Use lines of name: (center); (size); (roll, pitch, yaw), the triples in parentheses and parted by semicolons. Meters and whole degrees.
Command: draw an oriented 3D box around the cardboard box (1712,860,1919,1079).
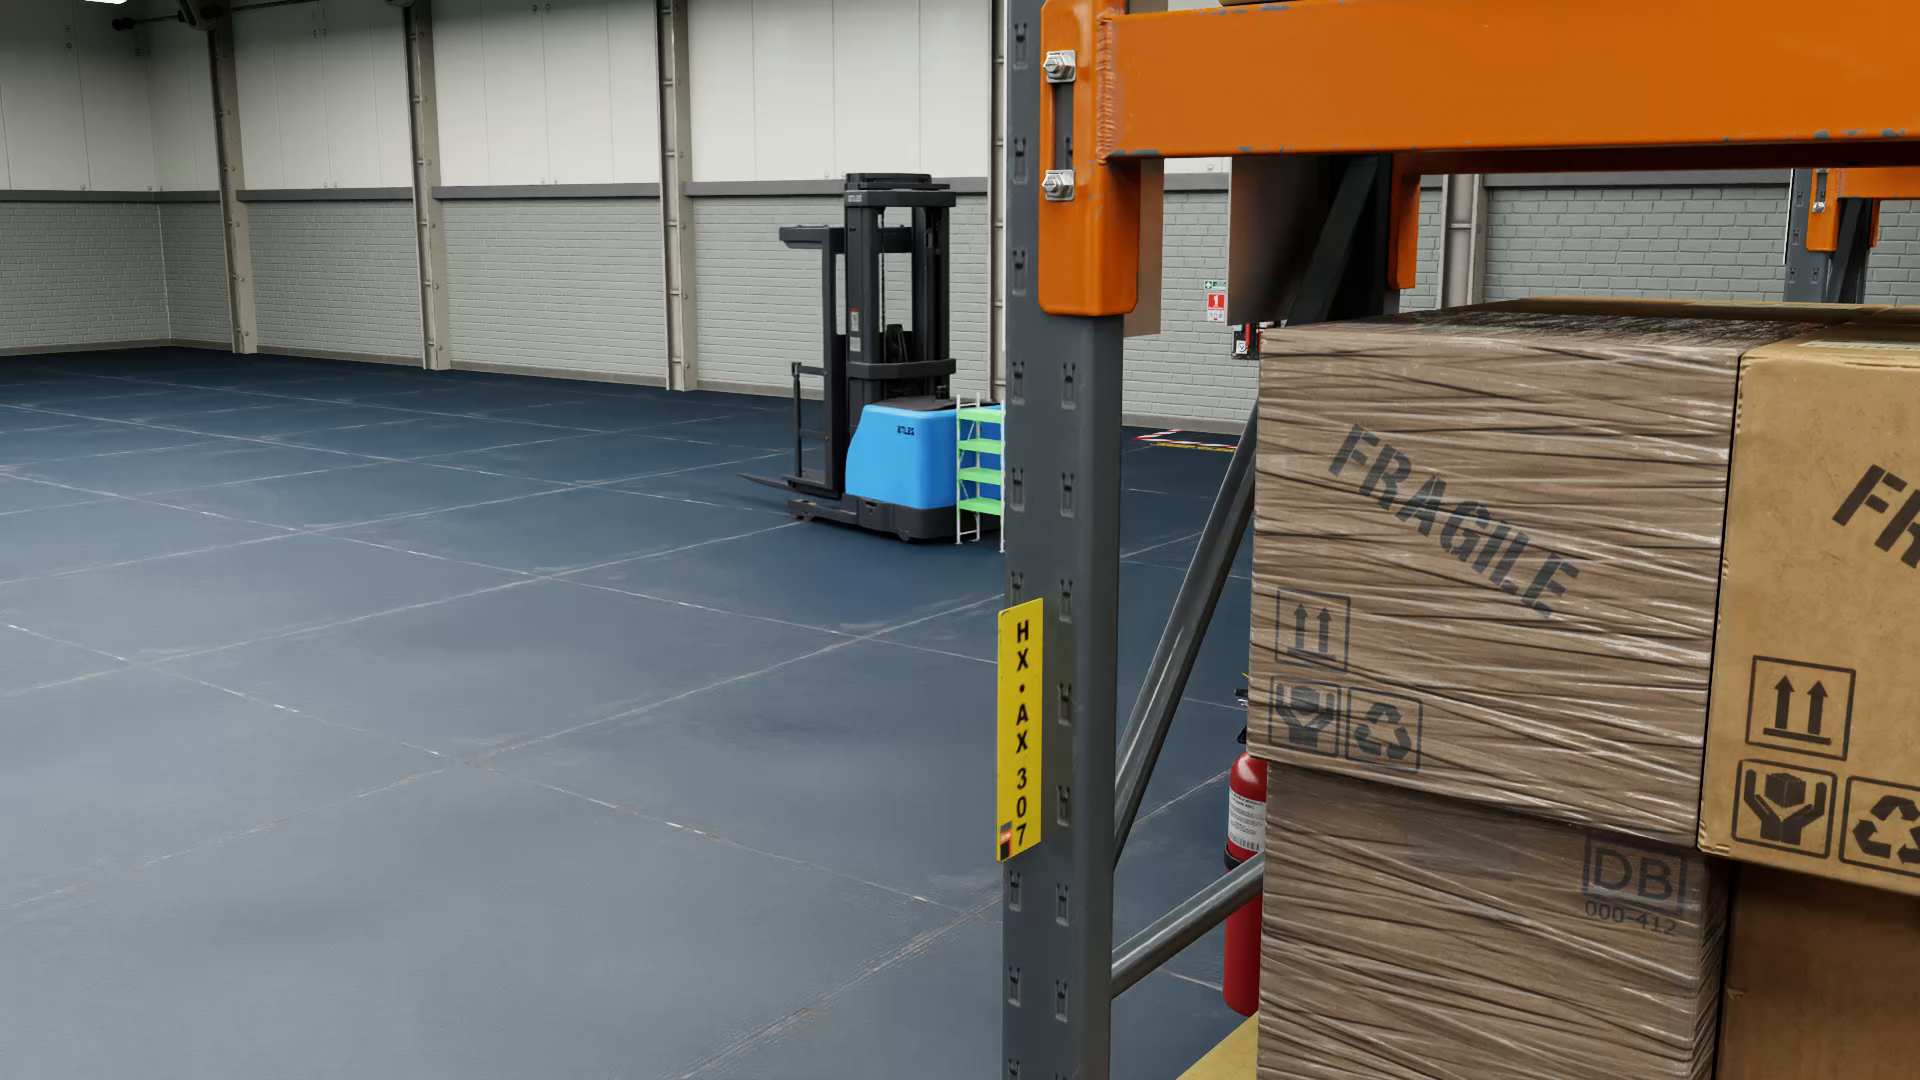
cardboard box: (1.300, 0.491, 2.047); (0.500, 0.500, 0.875); (8, 13, 36)

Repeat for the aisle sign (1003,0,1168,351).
aisle sign: (0.172, -0.655, 2.173); (0.004, 0.787, 0.394); (8, 13, 36)

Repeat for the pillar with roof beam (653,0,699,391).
pillar with roof beam: (-6.785, -6.056, 21.142); (0.400, 9.000, 9.100); (8, 13, 36)

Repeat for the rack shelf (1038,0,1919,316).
rack shelf: (2.011, -0.312, 1.243); (4.000, 0.370, 1.077); (8, 13, 36)

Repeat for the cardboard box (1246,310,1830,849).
cardboard box: (0.681, 0.000, 1.954); (0.500, 0.500, 0.500); (8, 13, 36)

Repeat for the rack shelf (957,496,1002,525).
rack shelf: (0.239, -0.237, 13.195); (0.480, 0.148, 0.258); (11, 15, 44)

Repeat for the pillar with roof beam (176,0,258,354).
pillar with roof beam: (-16.457, -7.405, 28.116); (0.548, 9.000, 9.100); (8, 13, 36)

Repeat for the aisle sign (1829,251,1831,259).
aisle sign: (3.449, -1.506, 6.571); (0.004, 0.787, 0.394); (8, 13, 36)

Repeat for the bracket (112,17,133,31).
bracket: (-16.364, -10.090, 32.518); (0.430, 0.232, 0.235); (8, 13, 36)

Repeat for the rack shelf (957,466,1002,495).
rack shelf: (0.239, -0.472, 13.149); (0.480, 0.148, 0.258); (11, 15, 44)

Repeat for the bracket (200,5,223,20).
bracket: (-13.785, -9.731, 30.659); (0.430, 0.232, 0.235); (8, 13, 36)

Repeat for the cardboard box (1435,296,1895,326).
cardboard box: (0.989, -0.080, 2.365); (0.500, 0.500, 0.500); (8, 13, 36)

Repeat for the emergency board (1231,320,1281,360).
emergency board: (3.466, -2.704, 19.612); (0.643, 1.169, 0.194); (8, 13, 36)

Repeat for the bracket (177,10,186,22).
bracket: (-14.454, -9.824, 31.141); (0.430, 0.232, 0.235); (8, 13, 36)

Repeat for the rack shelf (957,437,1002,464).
rack shelf: (0.239, -0.708, 13.103); (0.480, 0.148, 0.258); (11, 15, 44)

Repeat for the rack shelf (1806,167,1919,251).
rack shelf: (4.943, -1.070, 5.162); (4.000, 0.370, 1.077); (8, 13, 36)

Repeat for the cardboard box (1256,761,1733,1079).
cardboard box: (0.826, 0.453, 2.243); (0.500, 0.500, 0.875); (8, 13, 36)

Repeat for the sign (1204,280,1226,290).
sign: (3.080, -3.058, 19.951); (0.331, 0.109, 0.001); (8, 13, 36)

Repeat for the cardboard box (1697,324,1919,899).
cardboard box: (1.080, 0.057, 1.658); (0.500, 0.500, 0.500); (8, 13, 36)

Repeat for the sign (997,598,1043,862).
sign: (0.078, 0.241, 2.110); (0.005, 0.325, 0.100); (8, 13, 36)

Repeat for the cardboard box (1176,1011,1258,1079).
cardboard box: (0.488, 0.774, 2.291); (0.250, 0.149, 0.380); (8, 13, 36)

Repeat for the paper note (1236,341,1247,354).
paper note: (3.364, -2.302, 19.853); (0.142, 0.148, 0.016); (8, 13, 36)

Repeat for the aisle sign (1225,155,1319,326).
aisle sign: (0.527, -0.747, 2.648); (0.004, 0.787, 0.394); (8, 13, 36)

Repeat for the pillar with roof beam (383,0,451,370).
pillar with roof beam: (-11.621, -6.731, 24.629); (0.548, 9.000, 9.100); (8, 13, 36)

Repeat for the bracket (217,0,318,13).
bracket: (-11.708, -9.441, 29.162); (4.783, 0.066, 0.076); (8, 13, 36)

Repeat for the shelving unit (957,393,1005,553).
shelving unit: (0.239, -0.535, 13.137); (0.503, 1.200, 0.258); (11, 15, 44)

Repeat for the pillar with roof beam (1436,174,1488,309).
pillar with roof beam: (2.887, -4.707, 14.169); (0.400, 9.000, 9.100); (8, 13, 36)

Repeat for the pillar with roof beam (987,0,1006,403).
pillar with roof beam: (-1.949, -5.382, 17.656); (0.400, 9.000, 9.100); (8, 13, 36)

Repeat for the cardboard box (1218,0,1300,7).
cardboard box: (0.634, -0.723, 1.867); (0.500, 0.250, 0.500); (8, 14, 37)

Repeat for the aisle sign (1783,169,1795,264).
aisle sign: (3.099, -1.415, 6.104); (0.004, 0.787, 0.394); (8, 13, 36)

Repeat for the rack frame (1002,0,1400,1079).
rack frame: (0.397, 0.583, 2.619); (0.053, 2.616, 0.949); (8, 13, 36)

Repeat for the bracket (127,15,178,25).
bracket: (-15.888, -10.024, 32.175); (3.189, 0.066, 0.076); (8, 13, 36)

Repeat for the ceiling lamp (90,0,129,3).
ceiling lamp: (-13.731, -9.736, 24.797); (0.800, 3.185, 2.000); (8, 13, 36)

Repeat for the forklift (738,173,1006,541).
forklift: (-0.854, -1.653, 14.359); (1.130, 2.935, 3.031); (-9, 14, -39)

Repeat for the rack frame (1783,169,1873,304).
rack frame: (3.331, -0.176, 6.541); (0.127, 3.000, 1.000); (8, 13, 36)

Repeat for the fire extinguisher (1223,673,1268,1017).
fire extinguisher: (0.580, 0.537, 3.060); (0.183, 0.674, 0.296); (8, 13, 36)

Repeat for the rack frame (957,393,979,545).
rack frame: (0.066, -0.568, 13.306); (0.015, 1.200, 0.240); (11, 15, 44)

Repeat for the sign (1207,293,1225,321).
sign: (3.081, -2.800, 20.011); (0.234, 0.329, 0.001); (8, 13, 36)

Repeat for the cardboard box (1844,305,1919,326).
cardboard box: (1.395, -0.024, 2.079); (0.500, 0.500, 0.500); (8, 13, 36)

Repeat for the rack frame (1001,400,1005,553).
rack frame: (0.411, -0.502, 12.968); (0.015, 1.200, 0.240); (11, 15, 44)

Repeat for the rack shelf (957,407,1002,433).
rack shelf: (0.239, -0.944, 13.058); (0.480, 0.148, 0.258); (11, 15, 44)
